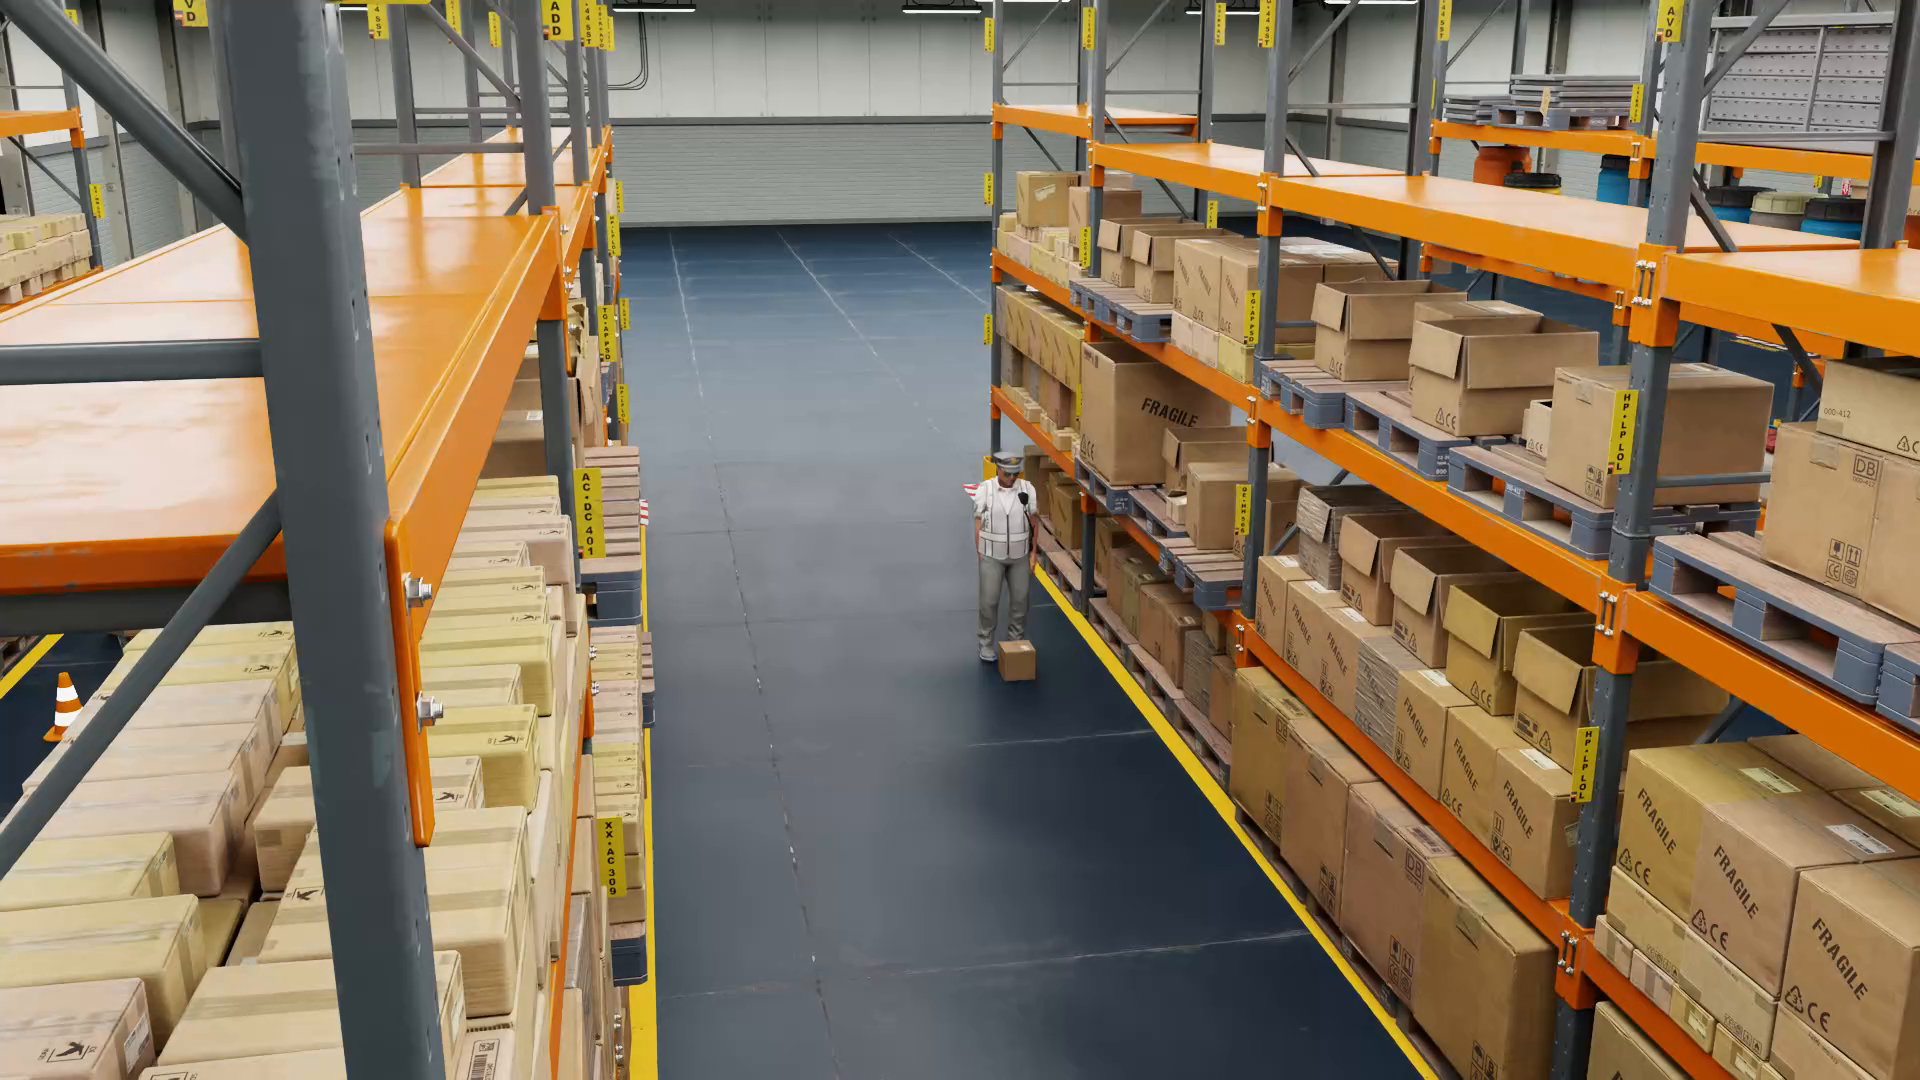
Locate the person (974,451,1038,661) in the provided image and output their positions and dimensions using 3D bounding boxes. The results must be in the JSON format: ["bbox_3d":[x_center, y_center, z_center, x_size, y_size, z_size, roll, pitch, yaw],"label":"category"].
[{"bbox_3d":[0.386,0.122,13.631,0.530,1.739,0.374,-3,16,-9],"label":"person"}]
